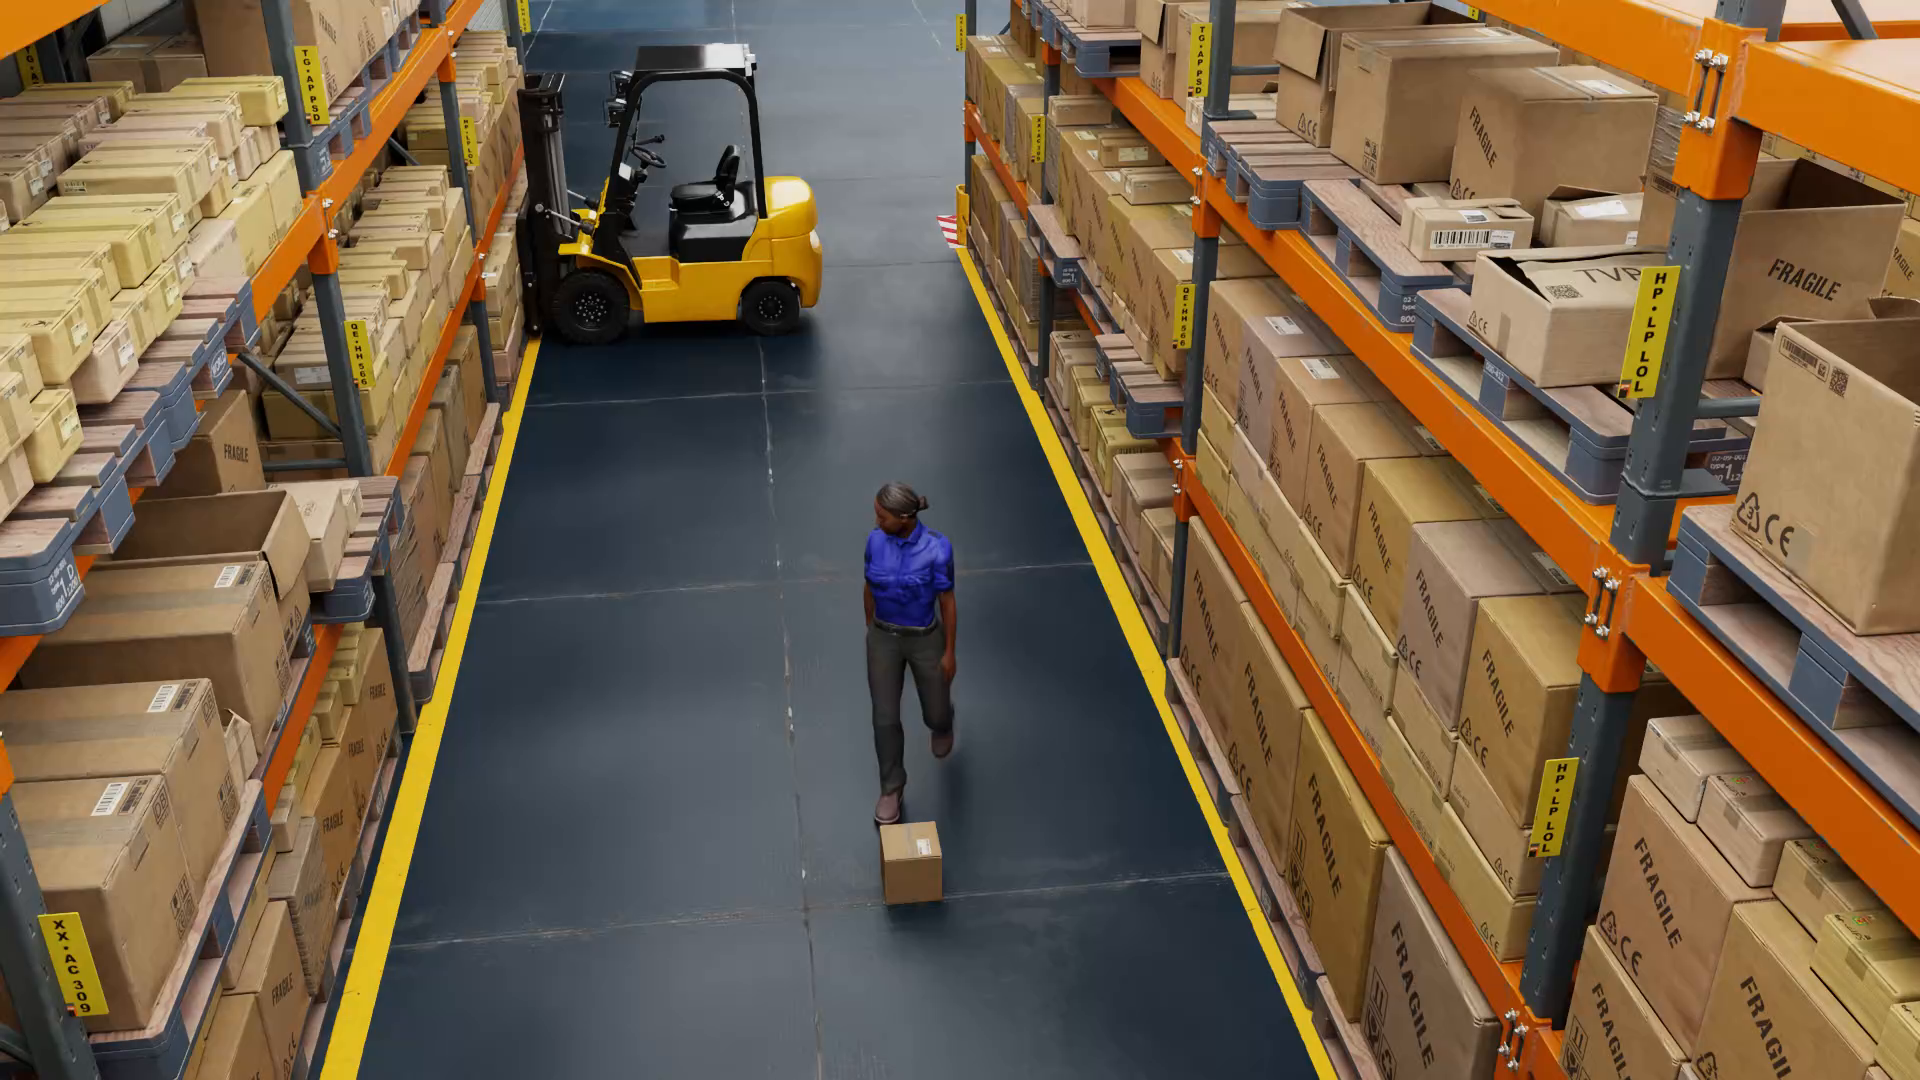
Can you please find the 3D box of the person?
[{"bbox_3d":[-0.230,0.465,7.699,0.467,1.635,0.725,6,28,12],"label":"person"}]
